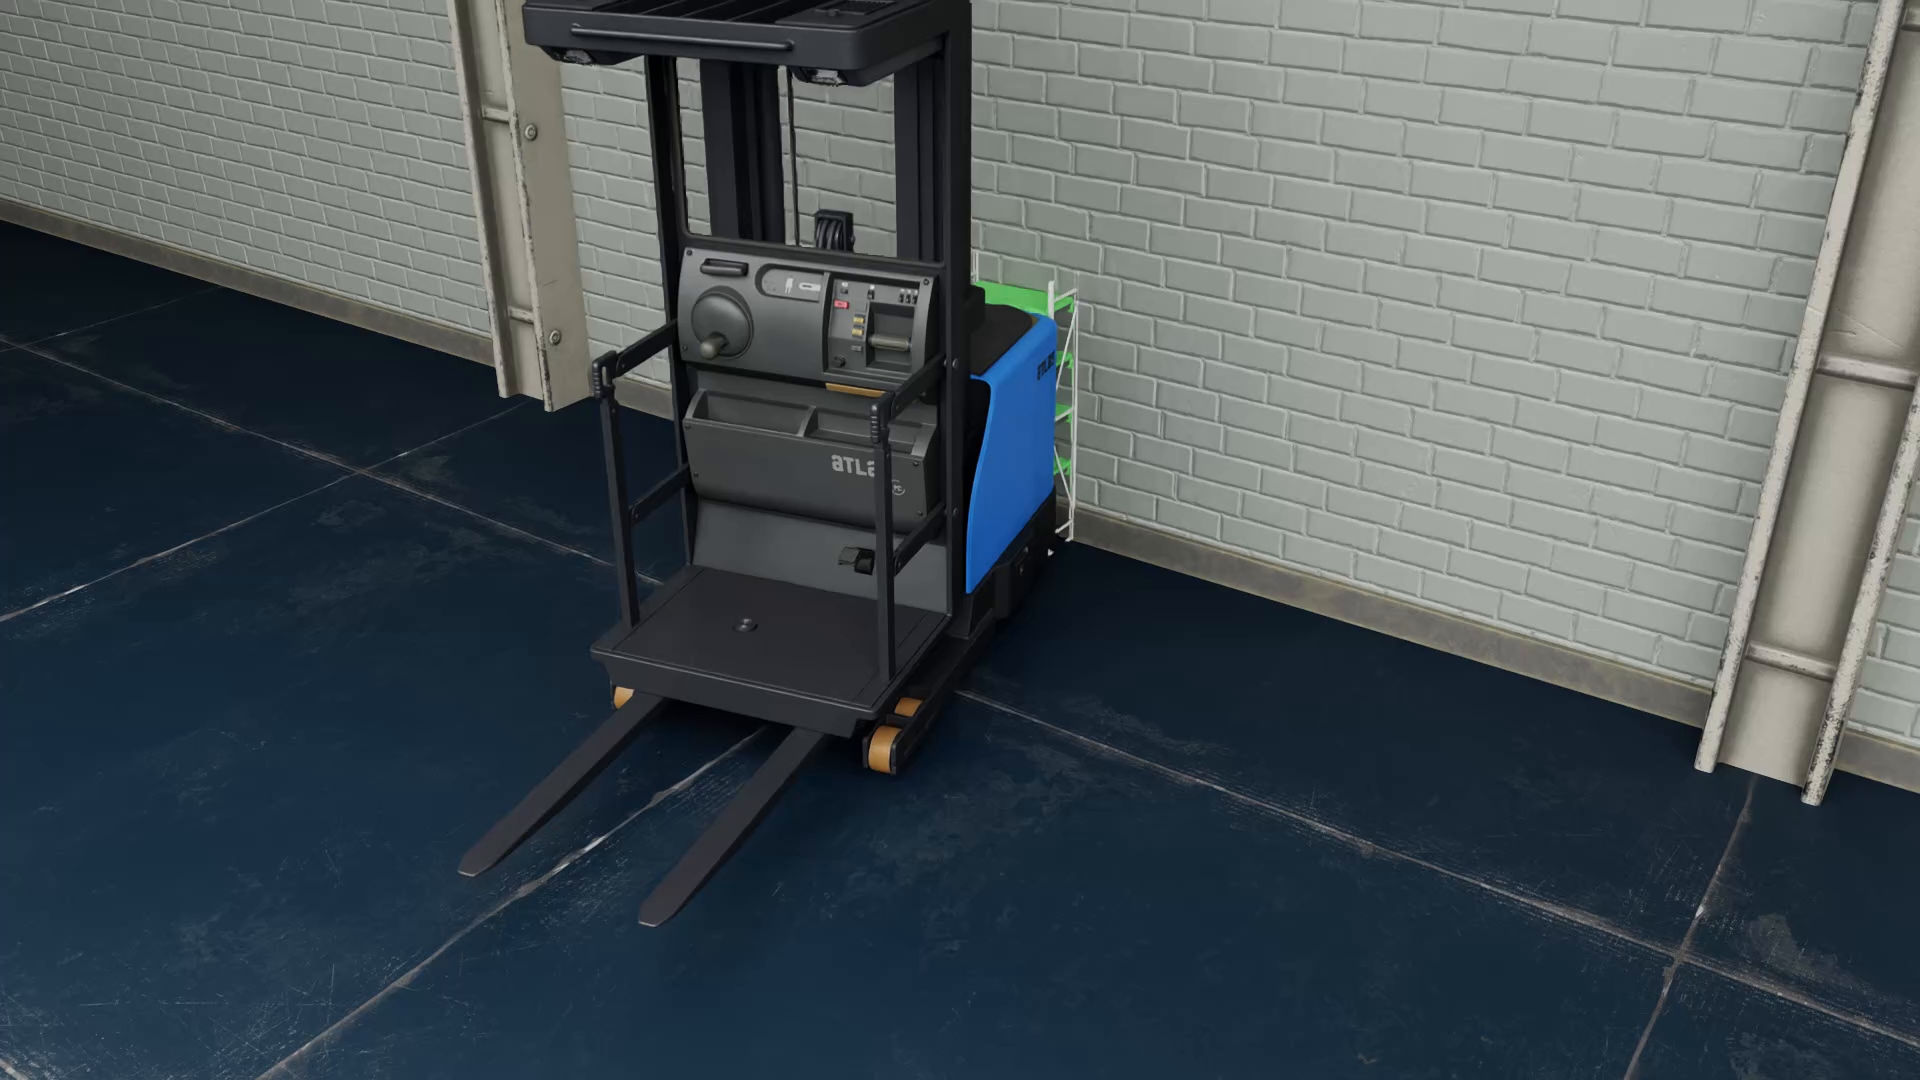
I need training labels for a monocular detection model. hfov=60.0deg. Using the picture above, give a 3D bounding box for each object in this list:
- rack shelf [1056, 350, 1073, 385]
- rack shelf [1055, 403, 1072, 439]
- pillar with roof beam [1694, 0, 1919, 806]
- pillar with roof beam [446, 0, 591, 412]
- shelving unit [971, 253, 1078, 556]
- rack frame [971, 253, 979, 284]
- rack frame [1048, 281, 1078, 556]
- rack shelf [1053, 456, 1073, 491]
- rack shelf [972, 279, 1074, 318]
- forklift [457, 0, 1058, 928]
[{"bbox_3d":[0.218,-0.729,6.964,0.480,0.148,0.258,14,28,29],"label":"rack shelf"},{"bbox_3d":[0.219,-0.511,7.063,0.480,0.148,0.258,14,28,29],"label":"rack shelf"},{"bbox_3d":[0.334,-1.625,0.522,0.400,9.000,9.100,17,32,30],"label":"pillar with roof beam"},{"bbox_3d":[-4.612,-3.166,3.549,0.400,9.000,9.100,17,32,30],"label":"pillar with roof beam"},{"bbox_3d":[0.219,-0.569,7.036,0.503,1.200,0.258,14,28,29],"label":"shelving unit"},{"bbox_3d":[0.013,-0.622,7.156,0.015,1.200,0.240,14,28,29],"label":"rack frame"},{"bbox_3d":[0.425,-0.516,6.916,0.015,1.200,0.240,14,28,29],"label":"rack frame"},{"bbox_3d":[0.221,-0.292,7.162,0.480,0.148,0.258,14,28,29],"label":"rack shelf"},{"bbox_3d":[0.216,-0.948,6.864,0.480,0.148,0.258,14,28,29],"label":"rack shelf"},{"bbox_3d":[-0.605,-0.722,5.437,1.130,2.935,3.031,10,29,19],"label":"forklift"}]
